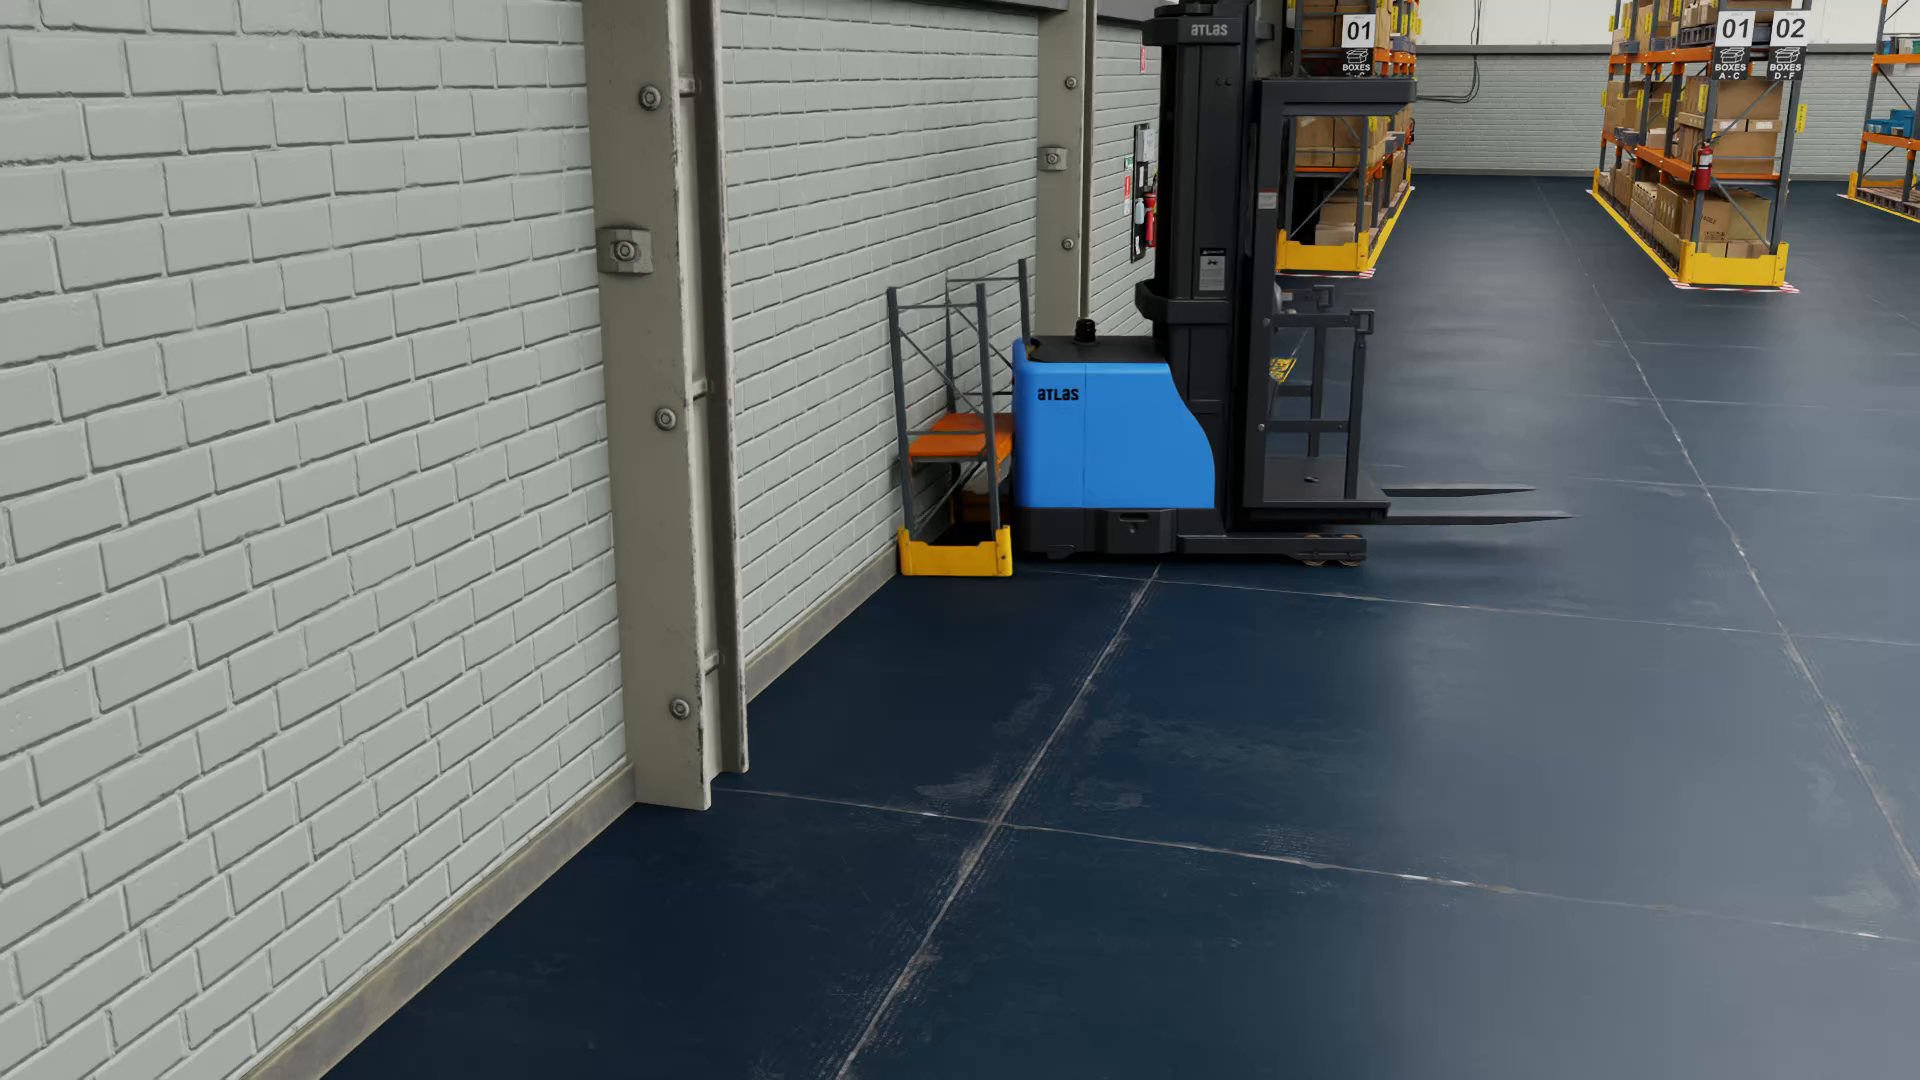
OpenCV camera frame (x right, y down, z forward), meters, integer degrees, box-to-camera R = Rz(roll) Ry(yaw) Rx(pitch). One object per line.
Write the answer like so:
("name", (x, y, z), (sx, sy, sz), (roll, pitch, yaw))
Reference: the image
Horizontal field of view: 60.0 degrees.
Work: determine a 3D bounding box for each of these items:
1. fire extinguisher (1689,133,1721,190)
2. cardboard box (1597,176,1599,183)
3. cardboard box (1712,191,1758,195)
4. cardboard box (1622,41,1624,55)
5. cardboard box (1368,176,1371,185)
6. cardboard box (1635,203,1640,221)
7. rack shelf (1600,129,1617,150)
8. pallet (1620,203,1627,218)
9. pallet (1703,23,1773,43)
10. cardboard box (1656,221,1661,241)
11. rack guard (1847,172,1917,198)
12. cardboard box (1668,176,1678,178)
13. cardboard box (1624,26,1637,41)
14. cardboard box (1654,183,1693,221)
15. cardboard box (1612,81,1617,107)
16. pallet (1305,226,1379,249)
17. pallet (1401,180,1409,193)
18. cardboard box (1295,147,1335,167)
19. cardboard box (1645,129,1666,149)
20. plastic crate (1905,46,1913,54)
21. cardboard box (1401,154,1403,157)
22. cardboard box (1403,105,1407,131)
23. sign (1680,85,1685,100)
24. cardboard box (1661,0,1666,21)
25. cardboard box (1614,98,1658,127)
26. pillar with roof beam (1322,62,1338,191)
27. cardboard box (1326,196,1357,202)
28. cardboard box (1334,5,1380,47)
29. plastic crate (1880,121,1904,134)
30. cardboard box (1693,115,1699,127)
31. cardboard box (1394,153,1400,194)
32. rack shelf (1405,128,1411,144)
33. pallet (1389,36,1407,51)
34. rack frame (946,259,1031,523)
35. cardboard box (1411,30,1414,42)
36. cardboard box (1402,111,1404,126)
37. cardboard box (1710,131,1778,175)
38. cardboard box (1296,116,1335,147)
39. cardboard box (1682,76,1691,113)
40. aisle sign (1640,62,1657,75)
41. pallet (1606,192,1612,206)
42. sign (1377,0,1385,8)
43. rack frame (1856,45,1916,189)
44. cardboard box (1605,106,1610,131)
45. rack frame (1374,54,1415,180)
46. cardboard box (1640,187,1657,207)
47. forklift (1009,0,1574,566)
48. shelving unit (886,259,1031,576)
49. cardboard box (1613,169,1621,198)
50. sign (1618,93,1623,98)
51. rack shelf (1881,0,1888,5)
("fire extinguisher", (9.017, -4.586, 20.142), (0.296, 0.674, 0.183), (5, 16, 16))
("cardboard box", (13.594, -7.561, 34.908), (0.380, 0.149, 0.250), (5, 16, 16))
("cardboard box", (10.290, -4.373, 22.145), (0.500, 0.500, 0.500), (5, 16, 16))
("cardboard box", (12.941, -9.406, 31.772), (0.500, 0.250, 0.500), (5, 16, 16))
("cardboard box", (6.500, -5.992, 27.359), (0.500, 0.250, 0.500), (5, 16, 16))
("cardboard box", (11.055, -5.208, 26.462), (0.500, 0.250, 0.500), (4, 16, 14))
("rack shelf", (13.474, -7.935, 33.125), (1.077, 0.370, 4.000), (5, 16, 16))
("pallet", (12.366, -5.880, 29.673), (1.003, 0.211, 1.213), (5, 16, 16))
("pallet", (9.721, -6.201, 20.361), (1.003, 0.211, 1.213), (5, 16, 16))
("cardboard box", (10.063, -4.315, 23.316), (0.500, 0.250, 0.500), (5, 16, 16))
("rack guard", (18.785, -7.223, 33.880), (1.175, 0.500, 0.348), (5, 16, 16))
("cardboard box", (12.463, -6.085, 29.061), (0.500, 0.500, 0.500), (4, 16, 15))
("cardboard box", (12.784, -9.517, 31.247), (0.500, 0.250, 0.500), (5, 16, 16))
("cardboard box", (10.200, -4.807, 23.676), (0.500, 0.500, 0.500), (5, 16, 16))
("cardboard box", (13.232, -8.836, 32.971), (0.500, 0.500, 0.500), (4, 16, 15))
("pallet", (5.725, -4.528, 24.905), (1.003, 0.211, 1.213), (5, 16, 16))
("pallet", (9.140, -7.630, 35.844), (1.003, 0.211, 1.213), (5, 16, 16))
("cardboard box", (4.692, -5.076, 21.966), (0.500, 0.250, 0.500), (5, 17, 17))
("cardboard box", (11.329, -6.449, 26.732), (0.500, 0.311, 0.500), (4, 16, 15))
("plastic crate", (17.650, -9.051, 30.728), (0.293, 0.136, 0.466), (5, 16, 16))
("cardboard box", (8.886, -7.852, 34.137), (0.380, 0.149, 0.250), (4, 16, 14))
("cardboard box", (8.325, -8.425, 32.988), (0.980, 0.700, 0.700), (5, 17, 17))
("sign", (13.439, -8.272, 30.875), (0.100, 0.325, 0.005), (5, 16, 16))
("cardboard box", (12.044, -8.930, 27.804), (0.500, 0.500, 0.500), (5, 16, 16))
("cardboard box", (12.557, -7.901, 30.735), (0.700, 0.500, 0.500), (-1, 16, -3))
("pillar with roof beam", (11.652, -10.943, 31.419), (9.100, 9.000, 0.400), (5, 16, 16))
("cardboard box", (5.625, -4.782, 24.466), (0.500, 0.500, 0.500), (3, 16, 12))
("cardboard box", (5.080, -6.570, 21.278), (0.500, 0.500, 0.500), (5, 17, 17))
("plastic crate", (18.031, -7.984, 32.176), (0.416, 0.233, 0.300), (5, 16, 16))
("cardboard box", (9.860, -5.499, 21.847), (0.380, 0.149, 0.250), (4, 16, 15))
("cardboard box", (7.845, -6.895, 31.313), (0.750, 0.750, 0.750), (5, 17, 18))
("rack shelf", (8.724, -8.318, 34.476), (1.077, 0.370, 4.000), (5, 16, 16))
("pallet", (6.159, -7.553, 25.310), (1.213, 0.211, 1.003), (5, 16, 16))
("rack frame", (0.169, -0.822, 9.383), (0.500, 1.500, 0.032), (0, 16, 14))
("cardboard box", (8.763, -10.054, 33.104), (0.500, 0.250, 0.500), (4, 16, 15))
("cardboard box", (8.266, -8.201, 31.981), (0.500, 0.500, 0.500), (4, 16, 15))
("cardboard box", (9.640, -4.787, 20.527), (0.700, 0.500, 0.500), (5, 16, 16))
("cardboard box", (4.675, -5.439, 21.872), (0.500, 0.500, 0.500), (4, 16, 15))
("cardboard box", (10.512, -6.220, 23.201), (0.700, 0.500, 0.500), (5, 17, 16))
("aisle sign", (14.356, -10.049, 34.496), (0.394, 0.787, 0.004), (5, 16, 16))
("pallet", (13.102, -6.595, 32.195), (1.003, 0.211, 1.213), (5, 16, 16))
("sign", (5.265, -6.823, 20.787), (0.100, 0.325, 0.005), (5, 16, 16))
("rack frame", (18.791, -8.419, 33.514), (1.000, 3.000, 0.127), (5, 16, 16))
("cardboard box", (13.522, -8.621, 34.043), (0.500, 0.500, 0.500), (4, 16, 15))
("rack frame", (9.292, -9.187, 36.222), (1.000, 3.000, 0.127), (5, 16, 16))
("cardboard box", (10.905, -5.340, 25.900), (0.500, 0.311, 0.500), (4, 16, 15))
("forklift", (1.798, -1.417, 8.954), (3.031, 2.935, 1.130), (0, 16, 0))
("shelving unit", (0.051, -0.684, 8.918), (0.587, 1.500, 1.083), (0, 16, 14))
("cardboard box", (12.535, -6.659, 31.083), (0.500, 0.500, 0.500), (4, 16, 13))
("sign", (12.383, -8.214, 31.205), (0.100, 0.325, 0.005), (5, 16, 16))
("rack shelf", (18.222, -10.243, 31.003), (1.077, 0.370, 4.000), (5, 16, 16))
